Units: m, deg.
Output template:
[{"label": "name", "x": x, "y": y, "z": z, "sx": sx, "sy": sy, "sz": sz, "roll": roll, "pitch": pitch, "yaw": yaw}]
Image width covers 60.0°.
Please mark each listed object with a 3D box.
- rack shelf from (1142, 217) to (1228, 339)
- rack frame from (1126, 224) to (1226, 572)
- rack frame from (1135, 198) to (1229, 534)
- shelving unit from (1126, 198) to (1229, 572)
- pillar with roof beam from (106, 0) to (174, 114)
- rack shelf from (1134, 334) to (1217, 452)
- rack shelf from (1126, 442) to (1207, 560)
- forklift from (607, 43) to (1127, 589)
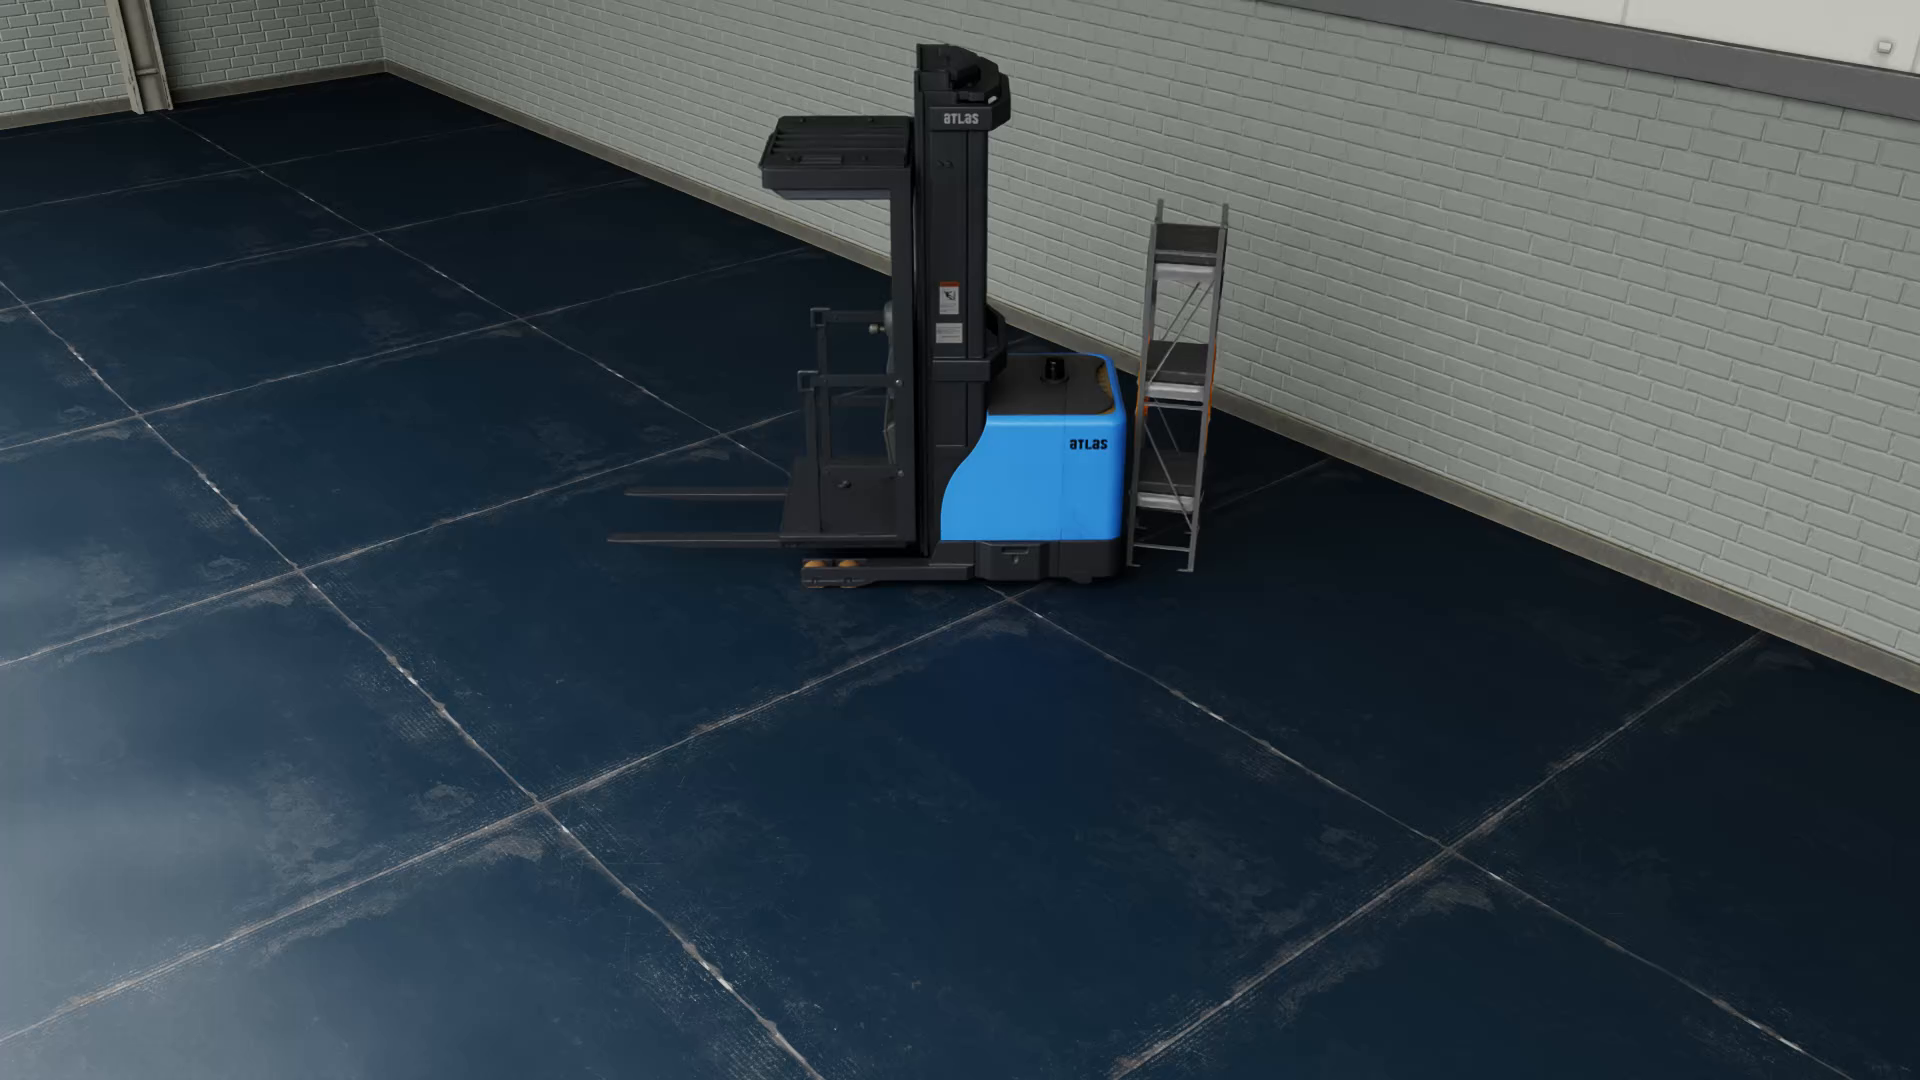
[{"label": "rack shelf", "x": 1.262, "y": -1.472, "z": 9.313, "sx": 0.431, "sy": 0.518, "sz": 0.480, "roll": 6, "pitch": 29, "yaw": 9}, {"label": "rack frame", "x": 1.208, "y": -0.755, "z": 9.426, "sx": 0.400, "sy": 2.100, "sz": 0.015, "roll": 6, "pitch": 29, "yaw": 9}, {"label": "rack frame", "x": 1.295, "y": -0.981, "z": 9.850, "sx": 0.400, "sy": 2.100, "sz": 0.015, "roll": 6, "pitch": 29, "yaw": 9}, {"label": "shelving unit", "x": 1.251, "y": -0.868, "z": 9.638, "sx": 0.431, "sy": 2.100, "sz": 0.503, "roll": 6, "pitch": 29, "yaw": 9}, {"label": "pillar with roof beam", "x": -6.863, "y": -7.578, "z": 14.882, "sx": 0.400, "sy": 9.000, "sz": 9.100, "roll": -22, "pitch": 35, "yaw": -35}, {"label": "rack shelf", "x": 1.251, "y": -0.856, "z": 9.644, "sx": 0.431, "sy": 0.518, "sz": 0.480, "roll": 6, "pitch": 29, "yaw": 9}, {"label": "rack shelf", "x": 1.240, "y": -0.239, "z": 9.976, "sx": 0.431, "sy": 0.518, "sz": 0.480, "roll": 6, "pitch": 29, "yaw": 9}, {"label": "forklift", "x": -0.566, "y": -1.255, "z": 9.489, "sx": 3.031, "sy": 2.935, "sz": 1.130, "roll": 0, "pitch": 28, "yaw": 0}]
